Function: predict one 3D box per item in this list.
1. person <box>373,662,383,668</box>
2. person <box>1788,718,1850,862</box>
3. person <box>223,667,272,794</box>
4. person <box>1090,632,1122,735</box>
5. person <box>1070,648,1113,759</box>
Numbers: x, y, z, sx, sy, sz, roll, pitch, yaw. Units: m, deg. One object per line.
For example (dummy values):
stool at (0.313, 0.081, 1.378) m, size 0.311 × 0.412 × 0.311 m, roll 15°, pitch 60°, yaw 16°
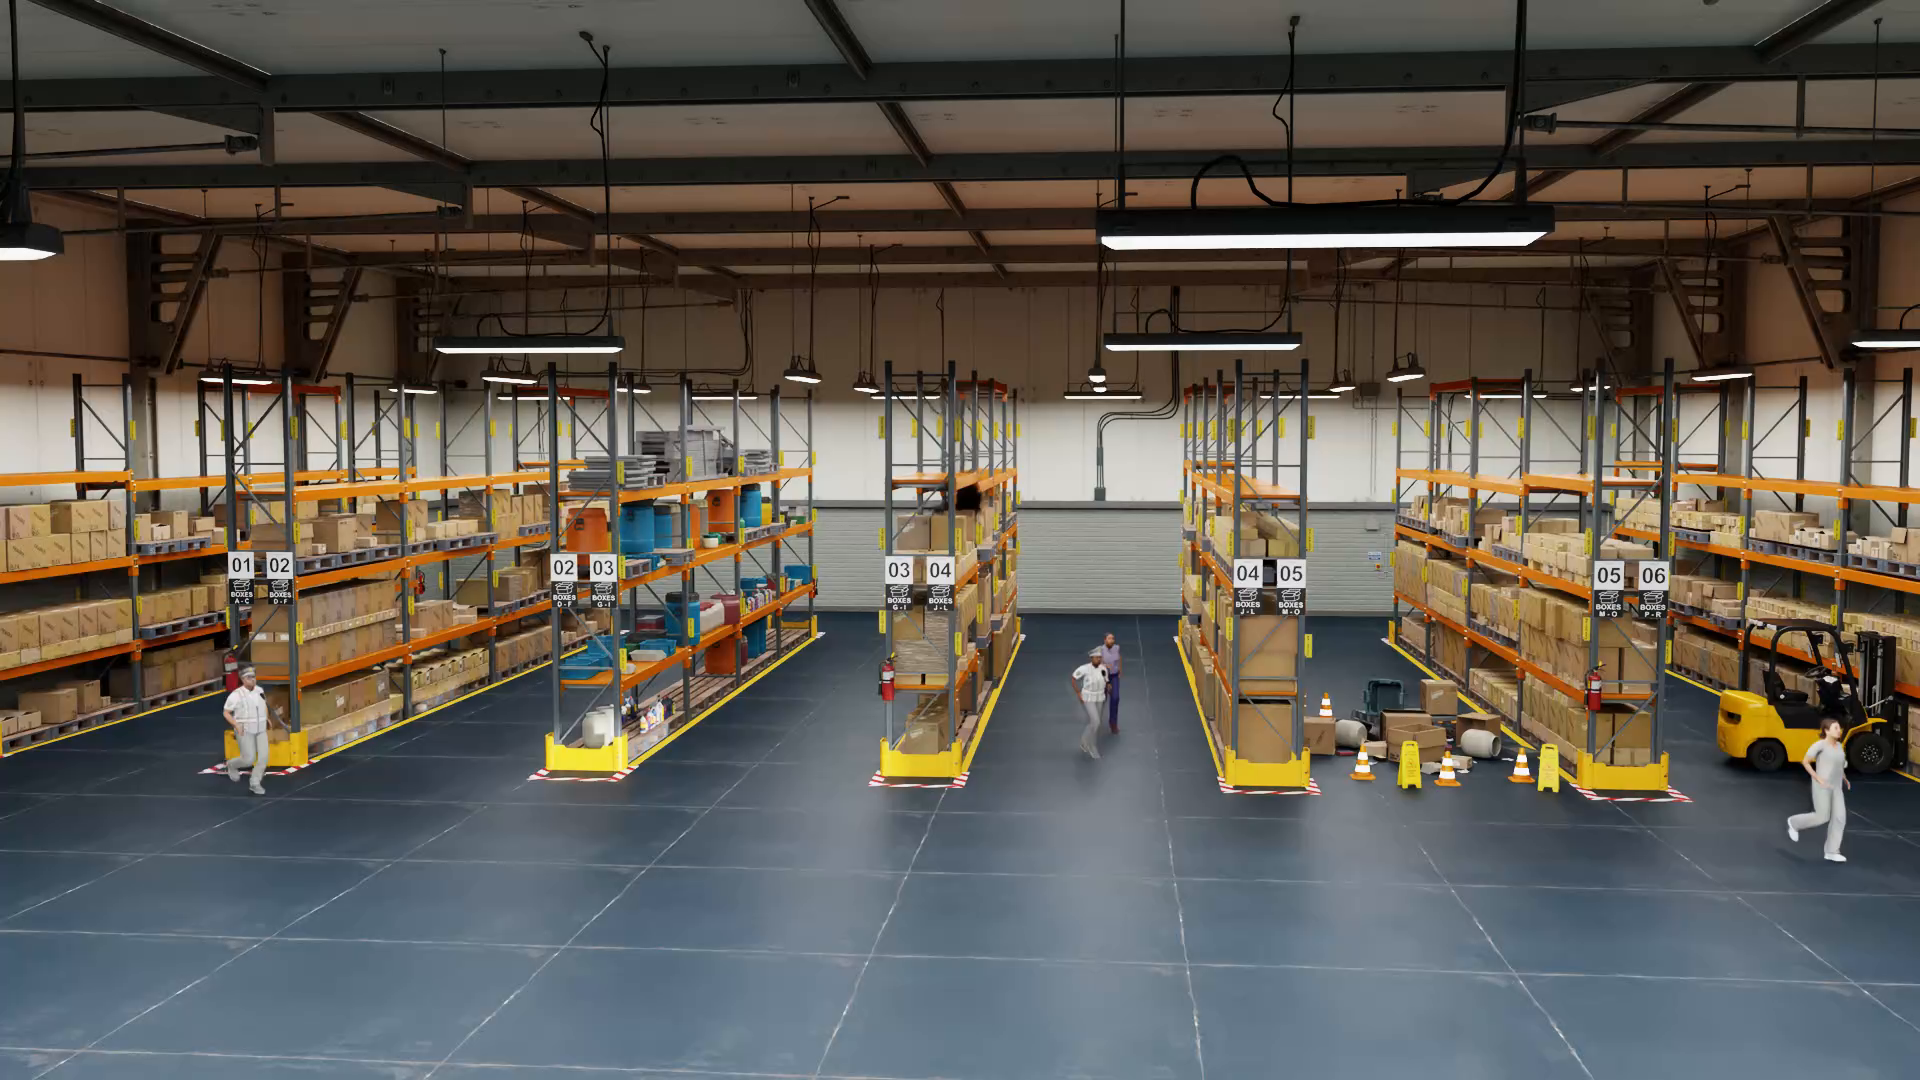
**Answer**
person at (-11.665, 2.015, 33.130) m, size 0.536 × 1.609 × 0.875 m, roll 0°, pitch 4°, yaw 2°
person at (10.198, 2.909, 19.560) m, size 0.609 × 1.638 × 0.827 m, roll -1°, pitch 4°, yaw -18°
person at (-9.874, 2.629, 23.078) m, size 0.655 × 1.758 × 0.672 m, roll 3°, pitch 5°, yaw 34°
person at (2.444, 2.360, 27.831) m, size 0.628 × 1.670 × 0.973 m, roll -1°, pitch 4°, yaw -17°
person at (2.036, 2.503, 25.481) m, size 0.576 × 1.733 × 0.776 m, roll -2°, pitch 4°, yaw -28°
